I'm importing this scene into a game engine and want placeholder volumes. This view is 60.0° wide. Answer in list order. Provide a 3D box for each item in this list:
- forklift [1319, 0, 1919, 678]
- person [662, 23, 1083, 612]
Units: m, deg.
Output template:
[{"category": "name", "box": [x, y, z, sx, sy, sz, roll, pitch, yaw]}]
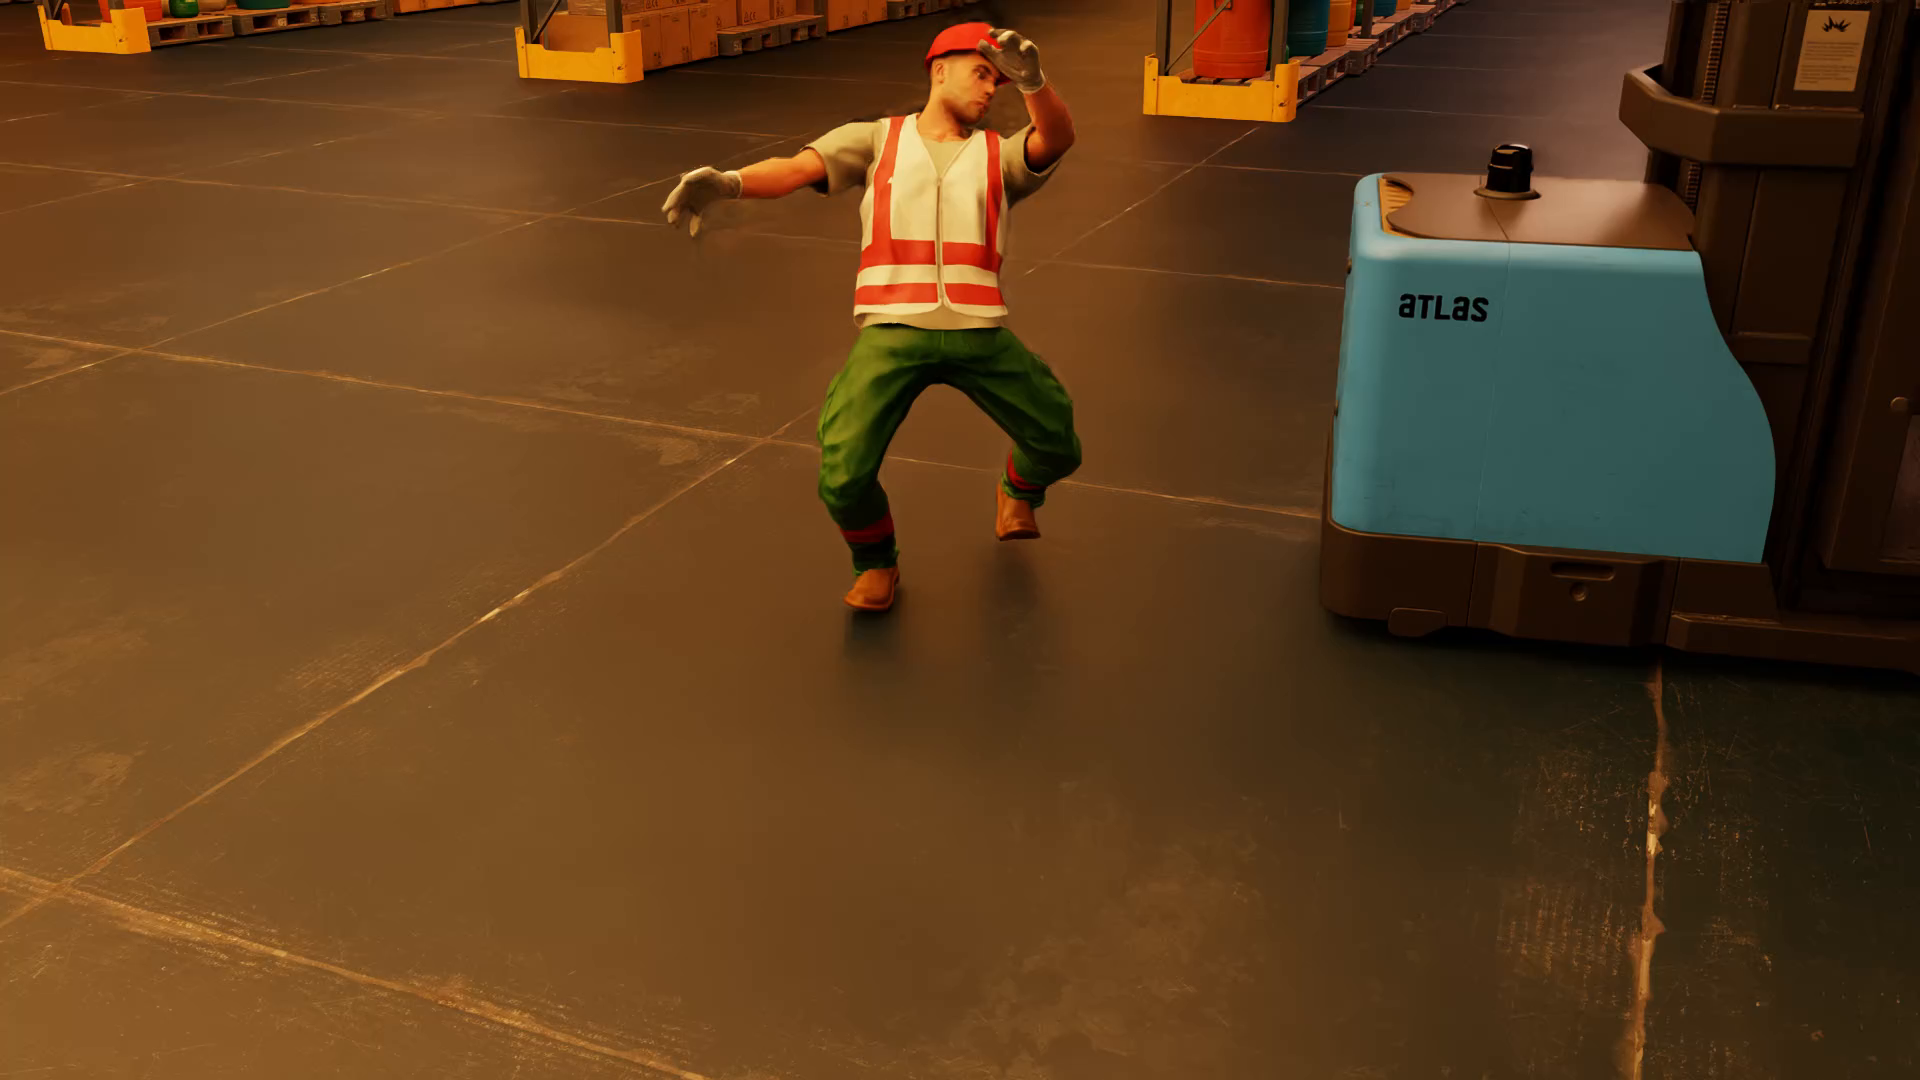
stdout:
[{"category": "forklift", "box": [2.547, -1.161, 4.070, 3.031, 2.935, 1.130, 5, 23, 11]}, {"category": "person", "box": [-0.217, -0.561, 4.361, 1.102, 1.555, 0.739, -7, 24, -15]}]
